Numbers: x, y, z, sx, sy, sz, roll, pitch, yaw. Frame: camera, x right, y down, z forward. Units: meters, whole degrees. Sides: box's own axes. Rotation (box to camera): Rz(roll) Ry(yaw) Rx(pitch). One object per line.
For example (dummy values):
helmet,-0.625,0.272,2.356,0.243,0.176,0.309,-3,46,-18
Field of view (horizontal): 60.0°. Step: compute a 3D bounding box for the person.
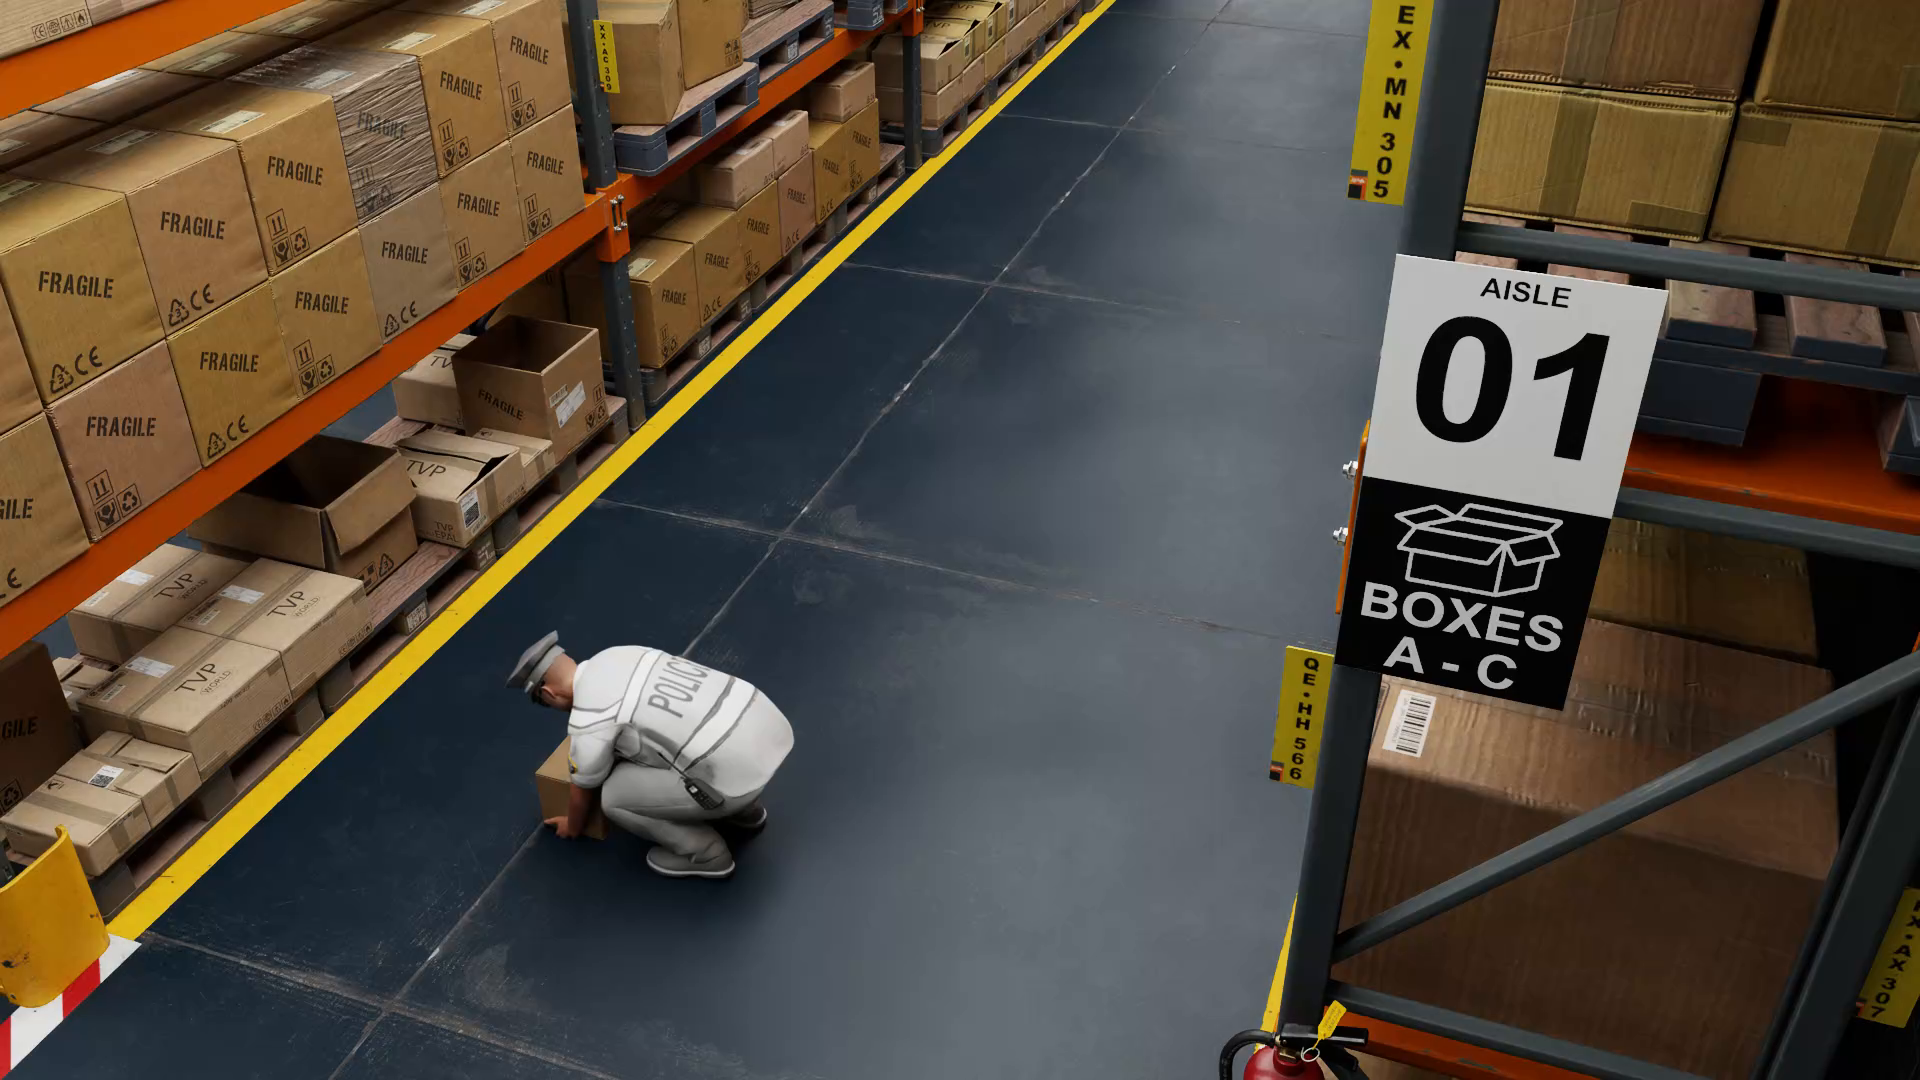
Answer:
person,-1.088,0.757,5.898,0.994,0.894,0.540,11,35,16
